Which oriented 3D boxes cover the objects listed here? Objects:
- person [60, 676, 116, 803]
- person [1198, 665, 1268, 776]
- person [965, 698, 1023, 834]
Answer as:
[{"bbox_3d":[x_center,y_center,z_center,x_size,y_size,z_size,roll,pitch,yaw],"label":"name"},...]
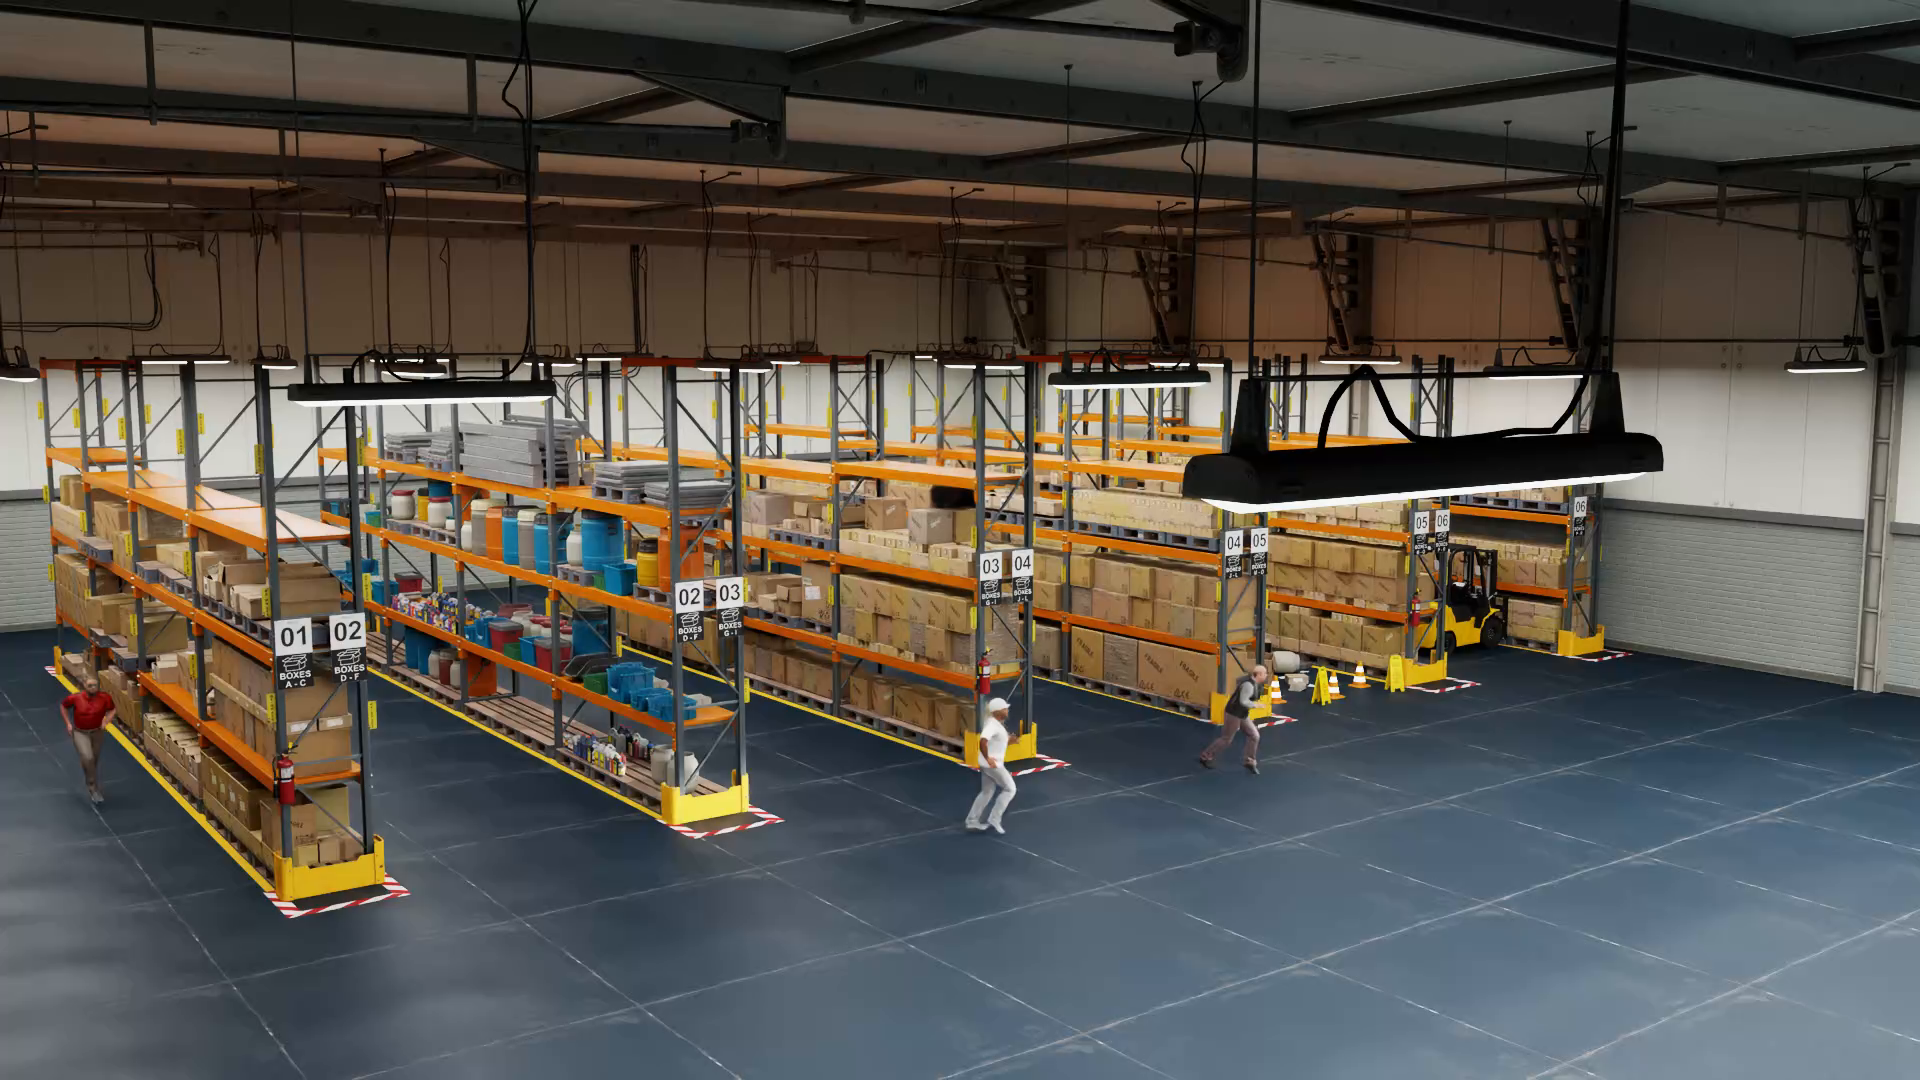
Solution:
[{"bbox_3d":[-12.090,2.723,23.103,0.663,1.745,0.945,-6,9,-41],"label":"person"},{"bbox_3d":[3.996,2.636,24.332,0.988,1.680,0.701,2,7,15],"label":"person"},{"bbox_3d":[0.458,2.918,21.371,0.780,1.787,0.698,-1,7,-9],"label":"person"}]
